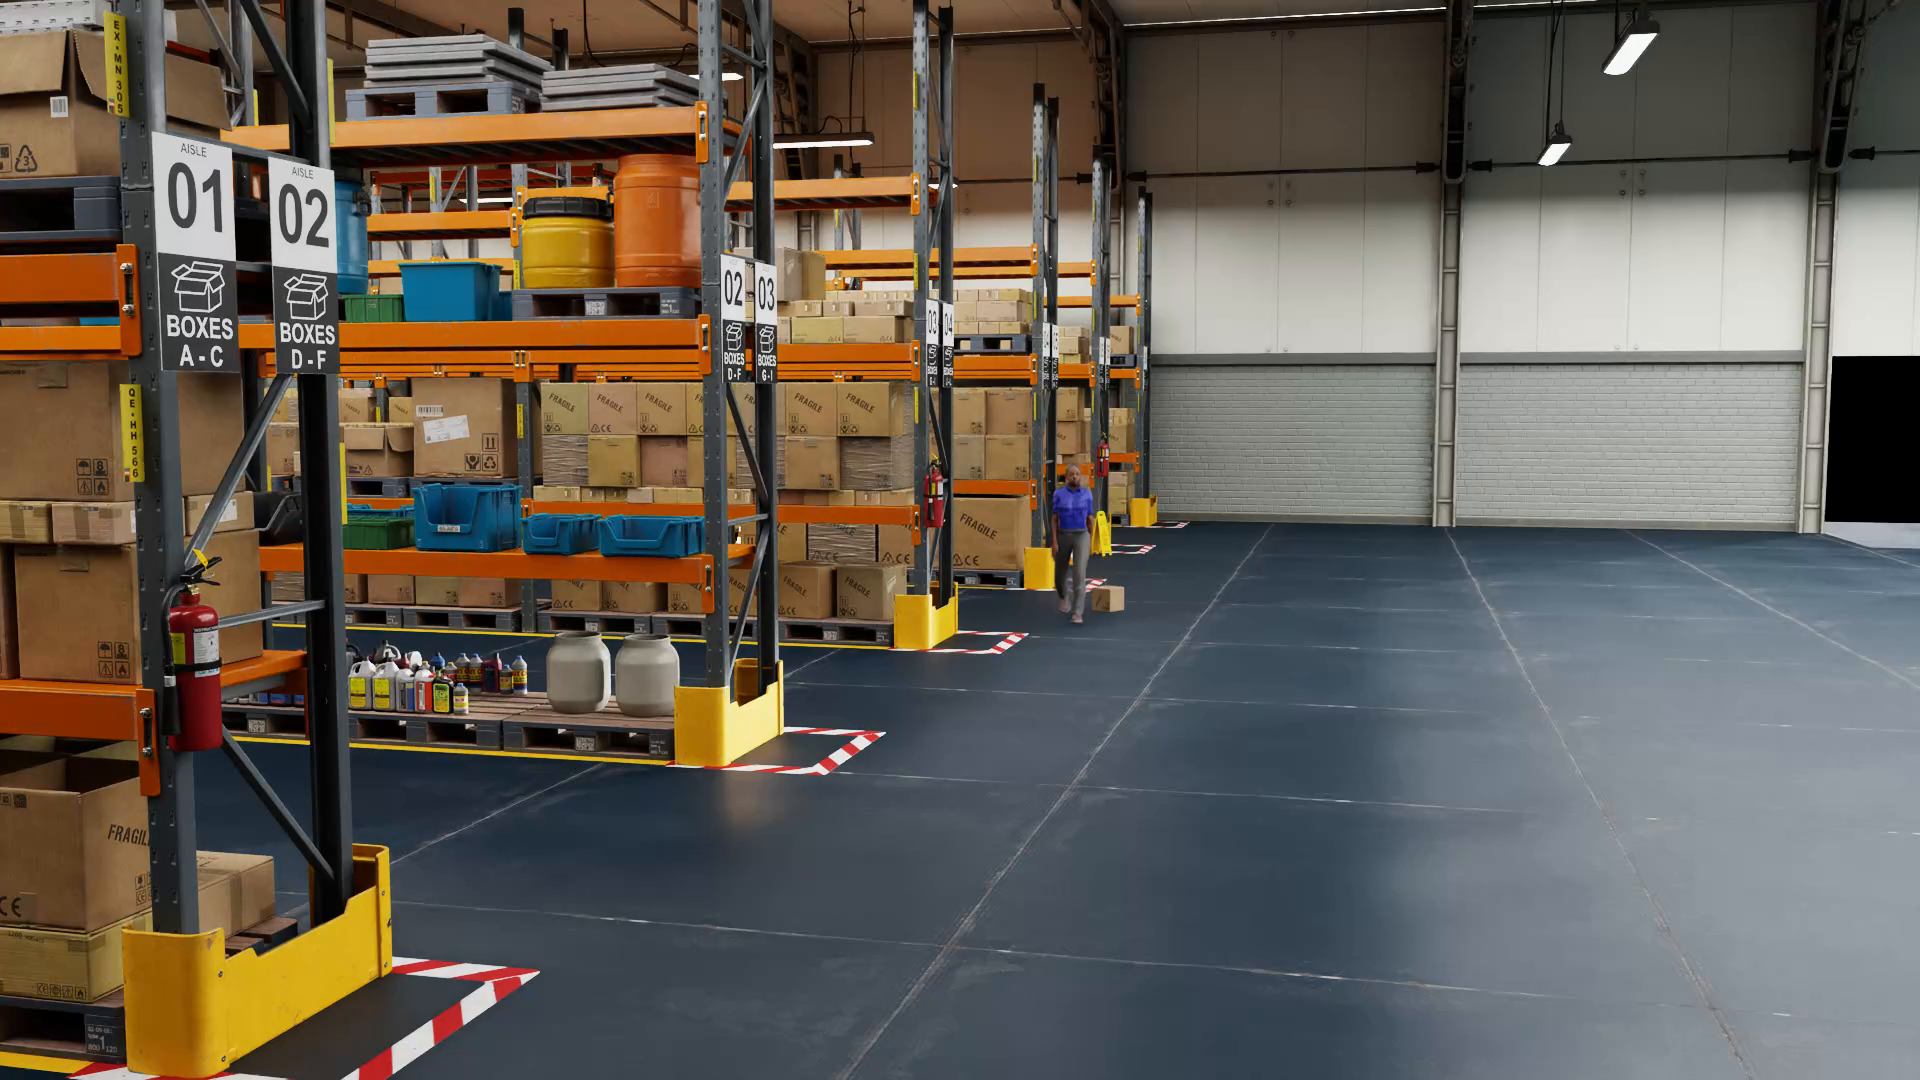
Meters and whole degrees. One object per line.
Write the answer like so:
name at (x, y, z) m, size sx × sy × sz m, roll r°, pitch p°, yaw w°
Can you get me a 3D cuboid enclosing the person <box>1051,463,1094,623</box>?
person at (1.158, 0.014, 17.083) m, size 0.438 × 1.618 × 0.866 m, roll 1°, pitch 5°, yaw 6°
